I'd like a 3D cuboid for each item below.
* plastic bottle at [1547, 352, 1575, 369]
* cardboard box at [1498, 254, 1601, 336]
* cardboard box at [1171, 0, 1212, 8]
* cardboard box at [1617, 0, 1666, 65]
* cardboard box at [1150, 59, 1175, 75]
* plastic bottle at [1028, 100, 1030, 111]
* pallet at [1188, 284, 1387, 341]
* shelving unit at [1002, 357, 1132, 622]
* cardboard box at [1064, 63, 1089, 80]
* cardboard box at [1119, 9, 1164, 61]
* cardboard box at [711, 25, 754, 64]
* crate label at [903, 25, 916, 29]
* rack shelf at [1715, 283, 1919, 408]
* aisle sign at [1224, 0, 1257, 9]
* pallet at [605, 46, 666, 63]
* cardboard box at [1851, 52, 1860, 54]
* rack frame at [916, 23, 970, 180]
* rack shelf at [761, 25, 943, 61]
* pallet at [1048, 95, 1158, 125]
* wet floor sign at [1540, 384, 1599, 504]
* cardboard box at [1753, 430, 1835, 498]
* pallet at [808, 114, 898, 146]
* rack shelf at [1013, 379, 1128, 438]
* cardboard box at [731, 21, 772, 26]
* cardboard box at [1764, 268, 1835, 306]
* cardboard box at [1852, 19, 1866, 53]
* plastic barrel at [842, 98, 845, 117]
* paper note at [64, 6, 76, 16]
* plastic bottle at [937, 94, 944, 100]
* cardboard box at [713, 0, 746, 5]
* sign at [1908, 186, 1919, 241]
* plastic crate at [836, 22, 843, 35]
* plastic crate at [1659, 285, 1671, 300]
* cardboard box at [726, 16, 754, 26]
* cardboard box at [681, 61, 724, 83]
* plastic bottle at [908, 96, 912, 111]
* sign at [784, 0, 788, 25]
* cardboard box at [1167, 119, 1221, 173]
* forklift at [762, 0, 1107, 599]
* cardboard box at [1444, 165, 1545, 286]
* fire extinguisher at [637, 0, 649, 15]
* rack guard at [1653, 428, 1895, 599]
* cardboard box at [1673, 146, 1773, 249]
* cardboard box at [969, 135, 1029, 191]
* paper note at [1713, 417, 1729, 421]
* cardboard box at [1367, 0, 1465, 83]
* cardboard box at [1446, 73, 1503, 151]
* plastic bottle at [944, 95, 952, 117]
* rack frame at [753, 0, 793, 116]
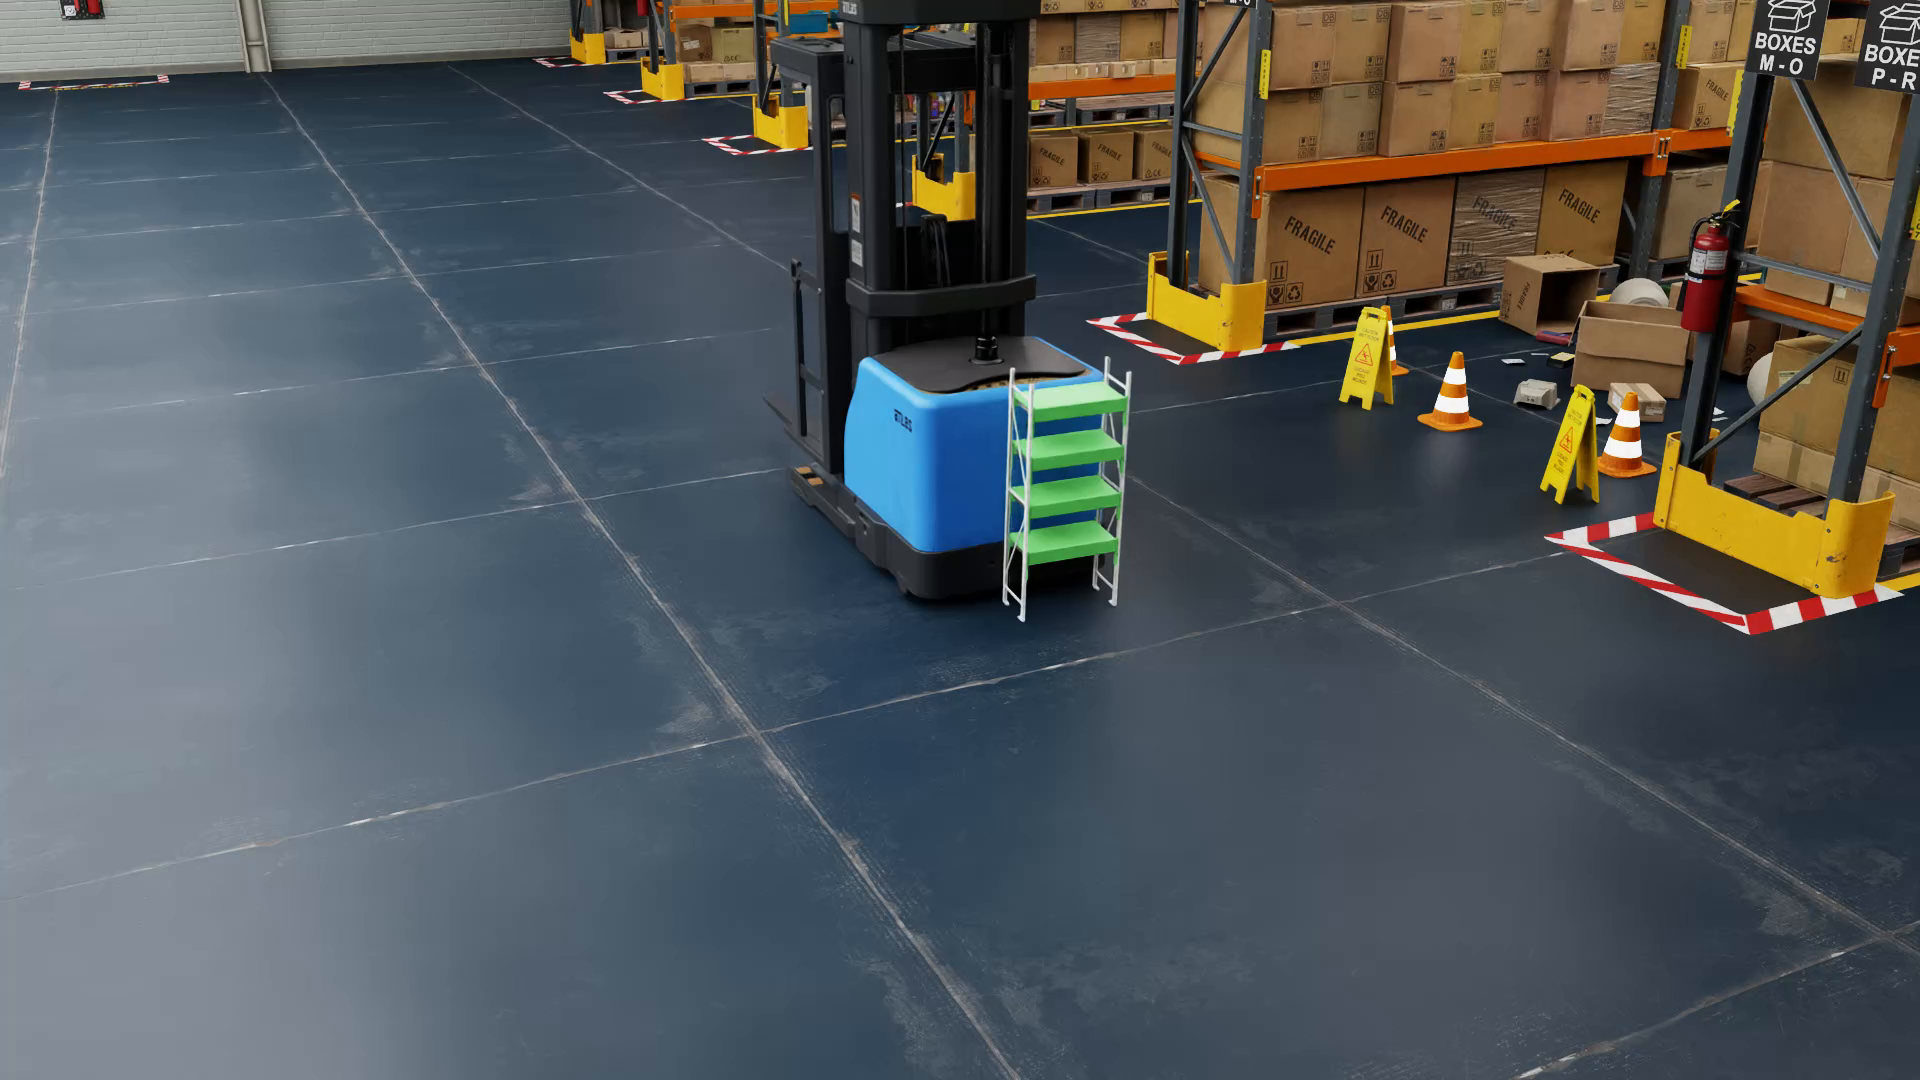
[{"bbox_3d":[4.344,-1.298,11.954,0.133,0.061,0.283,20,30,40],"label":"plastic bottle"},{"bbox_3d":[4.534,-1.892,12.811,0.500,0.500,0.500,-6,23,-14],"label":"cardboard box"},{"bbox_3d":[2.241,-5.693,16.902,0.500,0.500,0.500,-10,25,-24],"label":"cardboard box"},{"bbox_3d":[5.141,-4.175,13.455,0.550,0.550,0.875,-10,25,-24],"label":"cardboard box"},{"bbox_3d":[2.004,-4.886,17.108,0.250,0.149,0.380,-10,25,-24],"label":"cardboard box"},{"bbox_3d":[0.824,-5.863,22.028,0.185,0.351,0.144,-11,25,-25],"label":"plastic bottle"},{"bbox_3d":[2.570,-1.864,13.126,1.213,0.211,1.003,-10,25,-24],"label":"pallet"},{"bbox_3d":[0.497,-0.235,7.880,0.503,1.200,0.258,-9,27,-20],"label":"shelving unit"},{"bbox_3d":[1.094,-4.727,16.724,0.250,0.149,0.380,-10,25,-24],"label":"cardboard box"},{"bbox_3d":[1.654,-5.256,17.153,0.500,0.500,0.875,-10,25,-24],"label":"cardboard box"},{"bbox_3d":[-3.440,-7.500,25.159,0.500,0.500,0.500,-10,25,-24],"label":"cardboard box"},{"bbox_3d":[-0.783,-6.841,21.456,0.616,0.435,0.502,-10,25,-24],"label":"crate label"},{"bbox_3d":[5.924,-1.303,9.065,4.000,0.370,1.077,-10,25,-24],"label":"rack shelf"},{"bbox_3d":[1.950,-4.079,11.431,0.004,0.787,0.394,-10,25,-24],"label":"aisle sign"},{"bbox_3d":[-5.805,-8.687,29.608,1.213,0.211,1.003,-10,25,-24],"label":"pallet"},{"bbox_3d":[4.946,-2.191,8.442,0.500,0.500,0.700,-10,25,-23],"label":"cardboard box"},{"bbox_3d":[-0.176,-4.719,16.377,0.127,3.000,1.000,-10,25,-24],"label":"rack frame"},{"bbox_3d":[-0.522,-6.425,21.439,4.000,0.370,1.077,-10,25,-24],"label":"rack shelf"},{"bbox_3d":[1.970,-5.945,22.983,1.213,0.211,1.003,-10,25,-24],"label":"pallet"},{"bbox_3d":[3.486,-0.553,9.391,0.232,0.644,0.267,-2,23,-5],"label":"wet floor sign"},{"bbox_3d":[4.755,-0.458,9.129,0.500,0.250,0.500,-11,25,-24],"label":"cardboard box"},{"bbox_3d":[-1.542,-5.299,21.424,1.213,0.211,1.003,-10,25,-24],"label":"pallet"},{"bbox_3d":[0.505,-0.611,7.703,0.480,0.148,0.258,-9,27,-20],"label":"rack shelf"},{"bbox_3d":[-3.221,-7.766,25.803,0.500,0.500,0.500,-10,25,-24],"label":"cardboard box"},{"bbox_3d":[4.366,-1.324,8.502,0.250,0.149,0.380,-10,24,-22],"label":"cardboard box"},{"bbox_3d":[7.767,-4.587,14.619,0.500,0.500,0.700,-11,25,-24],"label":"cardboard box"},{"bbox_3d":[-1.313,-5.689,21.424,0.421,0.512,0.421,0,22,0],"label":"plastic barrel"},{"bbox_3d":[-14.205,-8.450,26.541,0.142,0.148,0.016,-10,25,-24],"label":"paper note"},{"bbox_3d":[-0.256,-5.842,22.173,0.097,0.201,0.097,0,22,0],"label":"plastic bottle"},{"bbox_3d":[-3.572,-8.342,24.997,0.500,0.500,0.700,-10,24,-22],"label":"cardboard box"},{"bbox_3d":[4.357,-1.517,7.509,0.005,0.325,0.100,-10,25,-24],"label":"sign"},{"bbox_3d":[-1.379,-6.342,20.641,0.250,0.136,0.298,-10,25,-24],"label":"plastic crate"},{"bbox_3d":[5.899,-1.904,13.176,0.662,0.188,0.450,2,13,4],"label":"plastic crate"},{"bbox_3d":[-3.935,-9.366,30.296,0.500,0.500,0.500,-12,26,-28],"label":"cardboard box"},{"bbox_3d":[-3.890,-7.070,25.101,0.500,0.250,0.500,-10,25,-24],"label":"cardboard box"},{"bbox_3d":[-0.621,-5.859,22.116,0.135,0.276,0.152,-10,25,-23],"label":"plastic bottle"},{"bbox_3d":[-2.090,-6.364,19.988,0.005,0.325,0.100,-10,25,-24],"label":"sign"},{"bbox_3d":[2.537,-4.271,18.015,0.500,0.500,0.500,-3,23,-7],"label":"cardboard box"},{"bbox_3d":[-0.329,-1.599,8.929,1.130,2.935,3.031,-10,24,-22],"label":"forklift"},{"bbox_3d":[4.080,-2.638,13.578,0.875,0.875,0.875,-10,25,-23],"label":"cardboard box"},{"bbox_3d":[-4.777,-8.238,24.980,0.183,0.674,0.296,-10,25,-24],"label":"fire extinguisher"},{"bbox_3d":[4.190,-0.161,8.635,0.348,0.500,1.175,-10,25,-24],"label":"rack guard"},{"bbox_3d":[6.879,-3.104,14.867,0.750,0.750,1.050,-10,25,-24],"label":"cardboard box"},{"bbox_3d":[0.394,-3.856,17.011,0.500,0.500,0.500,-6,23,-14],"label":"cardboard box"},{"bbox_3d":[4.925,-0.784,10.778,0.123,0.001,0.032,-10,25,-24],"label":"paper note"},{"bbox_3d":[3.254,-3.779,12.496,0.550,0.550,0.875,-10,25,-24],"label":"cardboard box"},{"bbox_3d":[3.703,-3.390,12.970,0.500,0.550,0.875,-10,25,-24],"label":"cardboard box"},{"bbox_3d":[-0.157,-5.635,21.582,0.097,0.271,0.097,0,22,0],"label":"plastic bottle"},{"bbox_3d":[-2.325,-6.426,20.500,0.127,3.000,1.000,-10,25,-24],"label":"rack frame"}]
